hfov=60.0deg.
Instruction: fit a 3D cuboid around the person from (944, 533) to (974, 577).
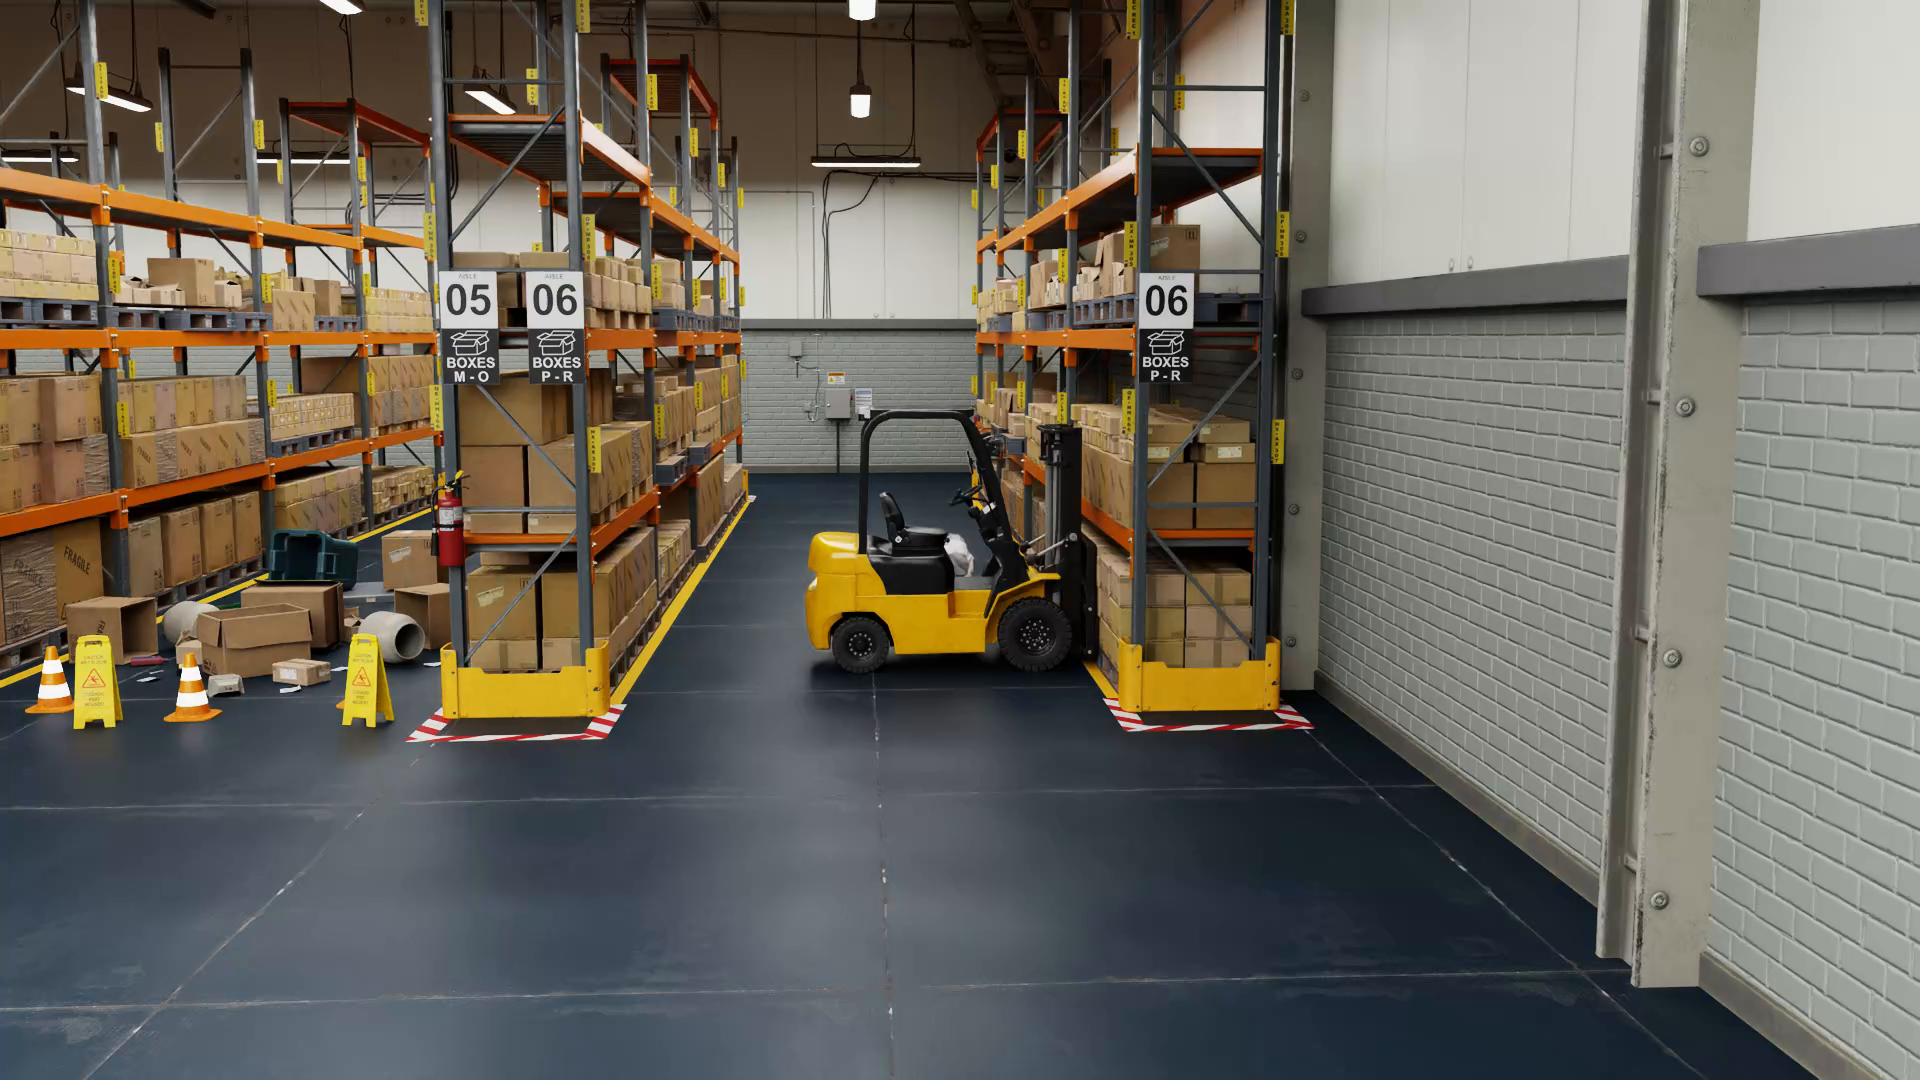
[{"bbox_3d":[-0.082,0.384,16.035,0.464,0.852,0.913,-1,7,-6],"label":"person"}]
